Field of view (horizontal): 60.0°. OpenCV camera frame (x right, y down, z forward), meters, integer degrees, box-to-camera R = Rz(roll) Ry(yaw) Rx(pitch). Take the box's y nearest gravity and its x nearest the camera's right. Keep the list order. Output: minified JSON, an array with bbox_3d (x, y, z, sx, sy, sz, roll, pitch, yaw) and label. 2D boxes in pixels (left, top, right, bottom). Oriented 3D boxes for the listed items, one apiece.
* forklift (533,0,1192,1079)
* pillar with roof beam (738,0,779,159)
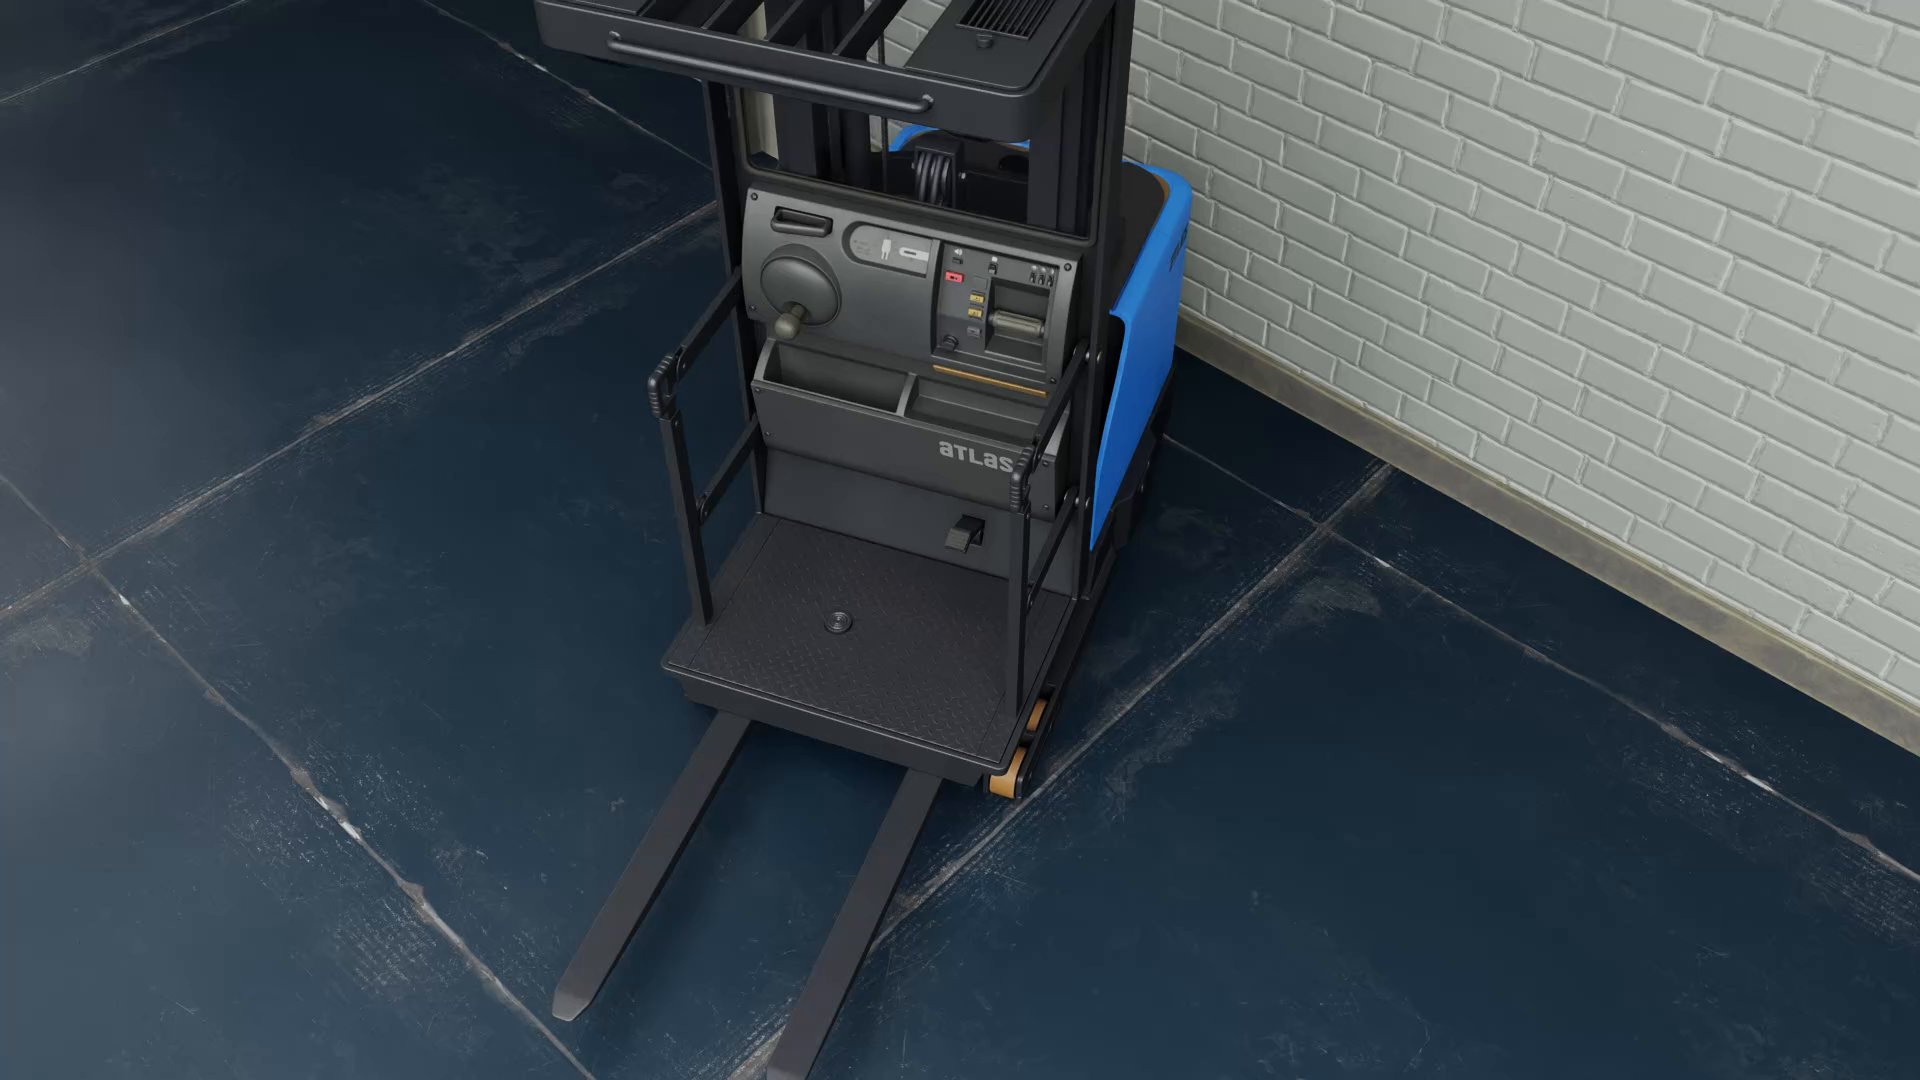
[{"bbox_3d":[-0.218,-0.575,4.279,1.130,2.935,3.031,15,49,14],"label":"forklift"},{"bbox_3d":[-3.652,-2.472,1.898,0.400,9.000,9.100,34,55,28],"label":"pillar with roof beam"}]
